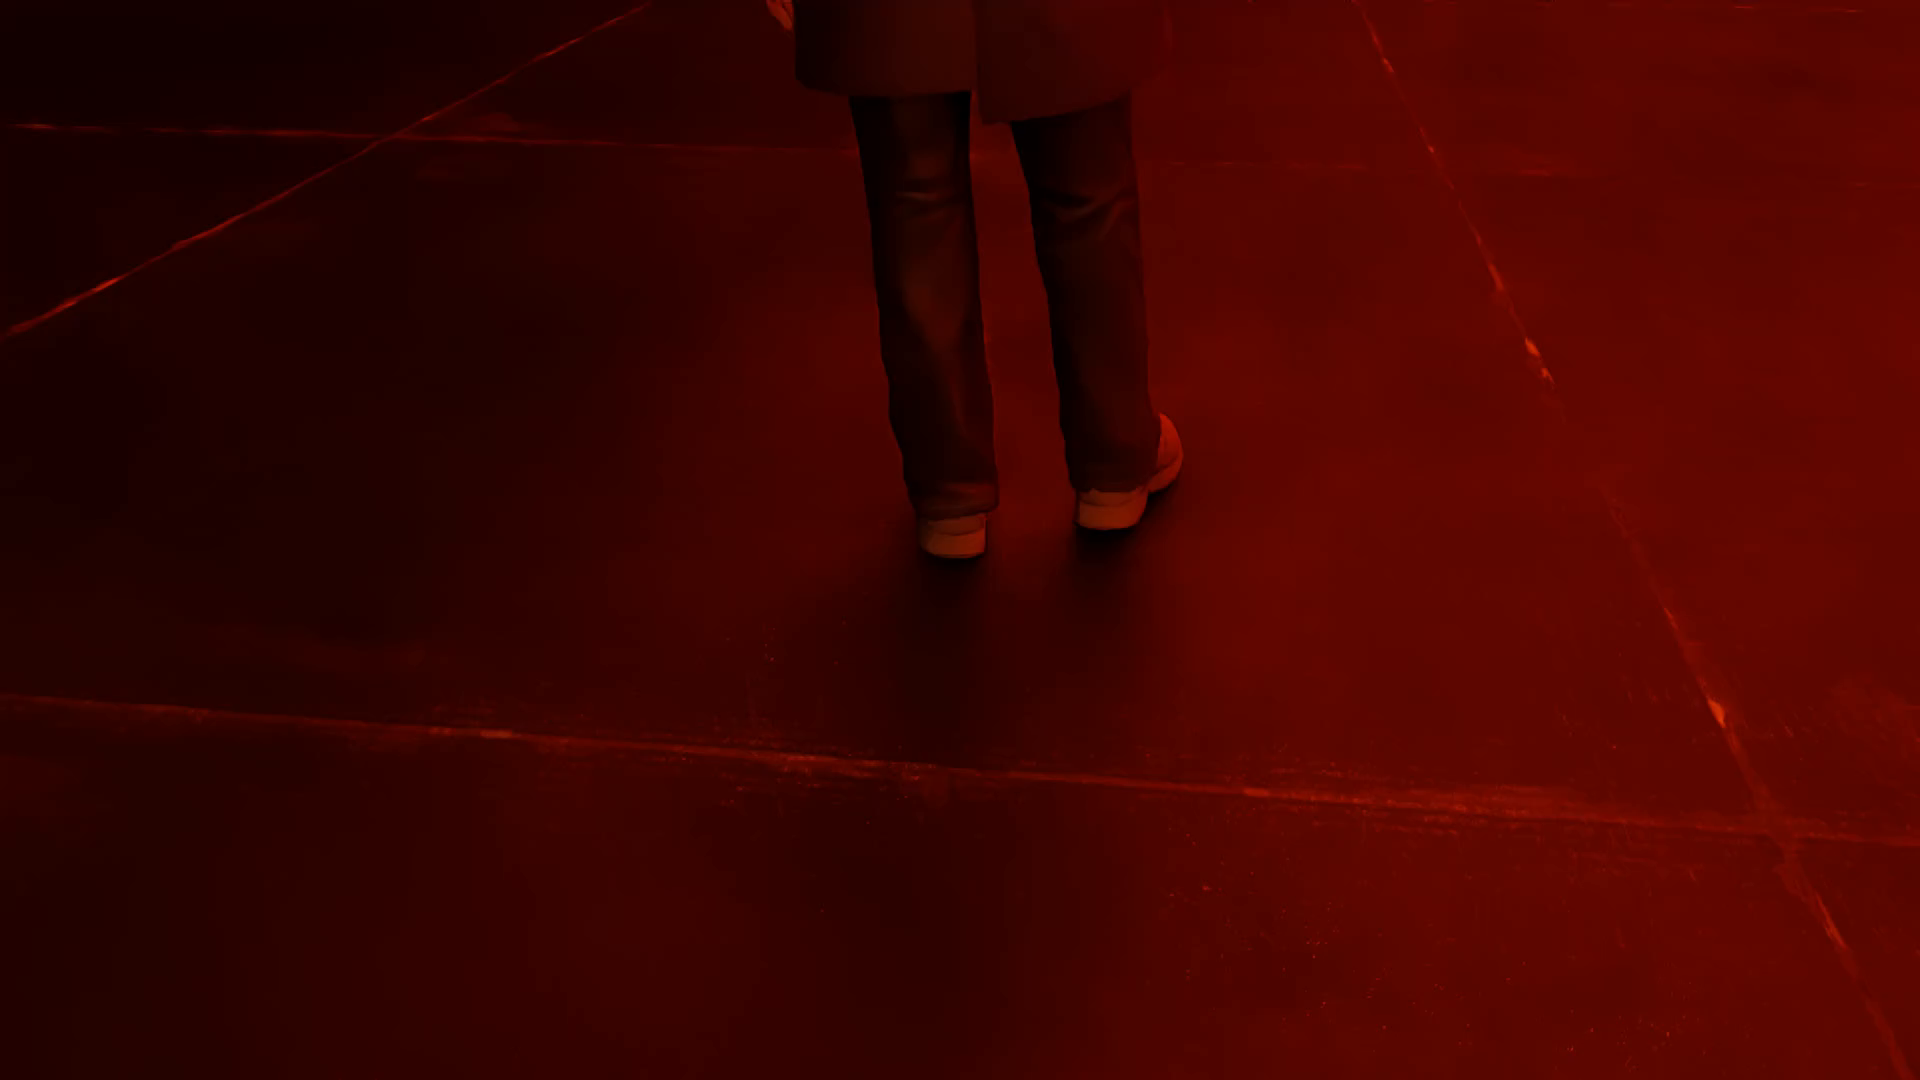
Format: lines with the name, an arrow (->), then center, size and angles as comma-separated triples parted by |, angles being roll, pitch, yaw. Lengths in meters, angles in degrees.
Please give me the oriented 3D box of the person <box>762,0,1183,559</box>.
person -> 0.017, -0.842, 2.180 | 0.694, 1.776, 0.580 | 3, 27, 7
